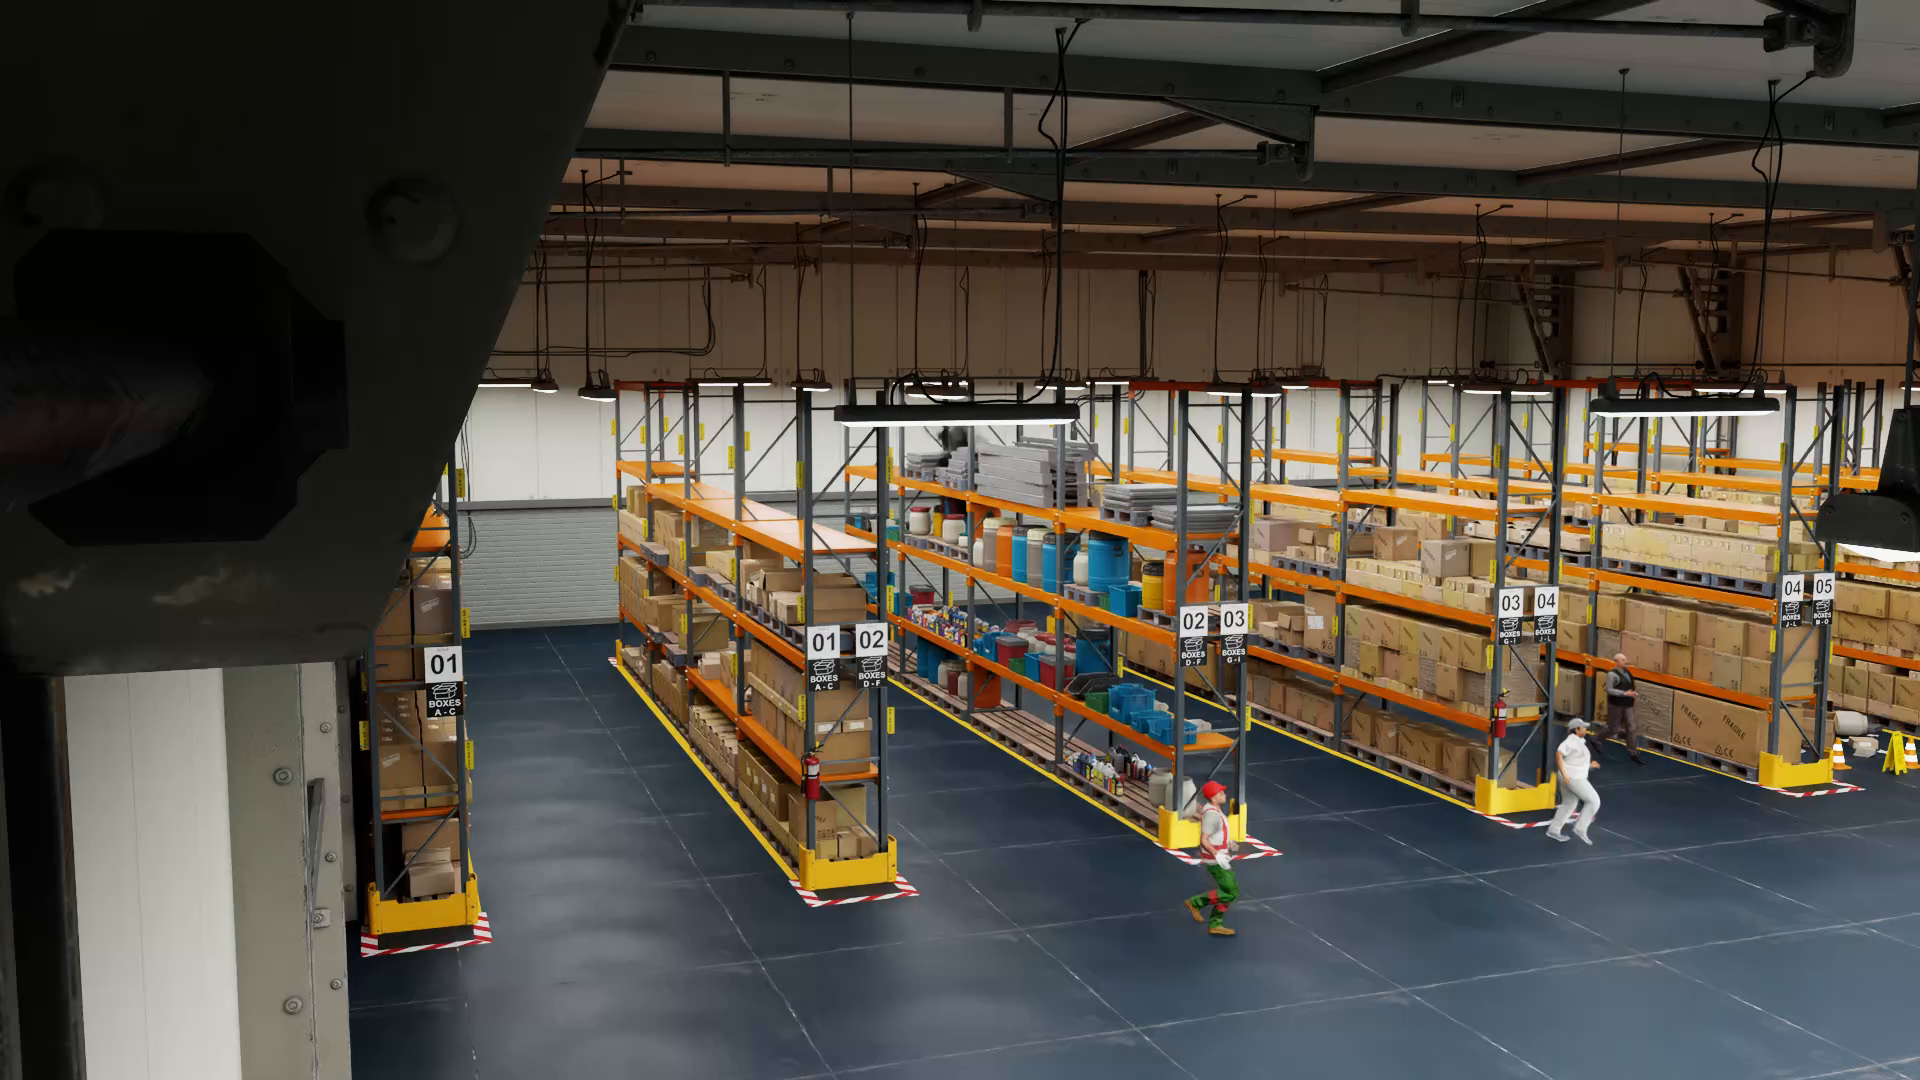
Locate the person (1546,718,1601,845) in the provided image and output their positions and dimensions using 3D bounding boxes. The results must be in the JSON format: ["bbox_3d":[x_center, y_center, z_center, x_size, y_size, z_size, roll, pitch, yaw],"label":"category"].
[{"bbox_3d":[8.148,3.174,22.067,0.652,1.642,0.591,2,6,16],"label":"person"}]

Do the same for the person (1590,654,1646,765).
[{"bbox_3d":[10.507,2.656,26.469,0.659,1.715,0.967,-4,7,-30],"label":"person"}]

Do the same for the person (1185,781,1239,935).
[{"bbox_3d":[2.803,3.526,18.468,0.591,1.732,0.673,1,6,8],"label":"person"}]

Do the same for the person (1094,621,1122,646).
[{"bbox_3d":[2.765,2.055,30.727,0.506,1.536,0.646,-4,7,-34],"label":"person"}]
